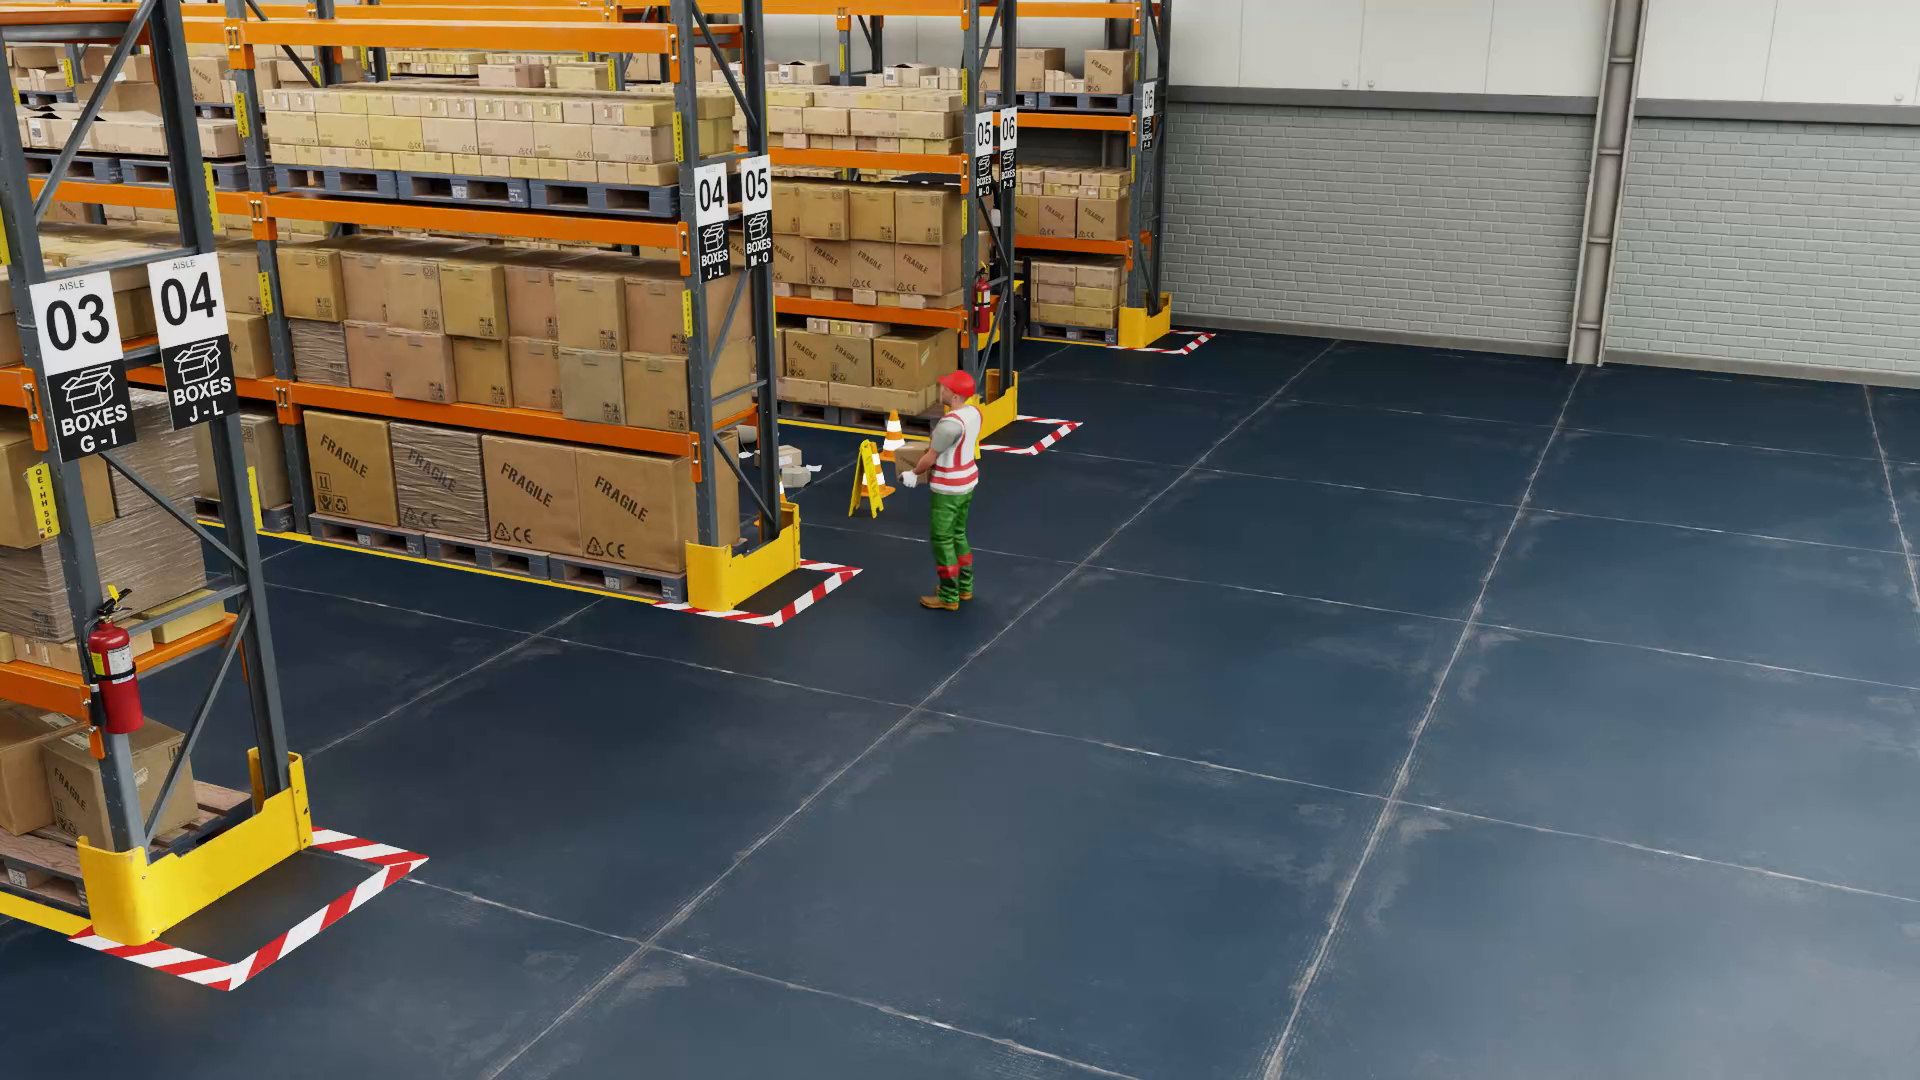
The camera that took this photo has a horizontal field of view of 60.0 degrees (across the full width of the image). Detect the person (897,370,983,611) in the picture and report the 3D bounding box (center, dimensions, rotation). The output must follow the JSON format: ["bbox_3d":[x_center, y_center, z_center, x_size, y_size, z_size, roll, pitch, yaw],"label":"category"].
[{"bbox_3d":[-0.149,-0.383,12.156,0.561,1.785,0.497,8,21,23],"label":"person"}]
